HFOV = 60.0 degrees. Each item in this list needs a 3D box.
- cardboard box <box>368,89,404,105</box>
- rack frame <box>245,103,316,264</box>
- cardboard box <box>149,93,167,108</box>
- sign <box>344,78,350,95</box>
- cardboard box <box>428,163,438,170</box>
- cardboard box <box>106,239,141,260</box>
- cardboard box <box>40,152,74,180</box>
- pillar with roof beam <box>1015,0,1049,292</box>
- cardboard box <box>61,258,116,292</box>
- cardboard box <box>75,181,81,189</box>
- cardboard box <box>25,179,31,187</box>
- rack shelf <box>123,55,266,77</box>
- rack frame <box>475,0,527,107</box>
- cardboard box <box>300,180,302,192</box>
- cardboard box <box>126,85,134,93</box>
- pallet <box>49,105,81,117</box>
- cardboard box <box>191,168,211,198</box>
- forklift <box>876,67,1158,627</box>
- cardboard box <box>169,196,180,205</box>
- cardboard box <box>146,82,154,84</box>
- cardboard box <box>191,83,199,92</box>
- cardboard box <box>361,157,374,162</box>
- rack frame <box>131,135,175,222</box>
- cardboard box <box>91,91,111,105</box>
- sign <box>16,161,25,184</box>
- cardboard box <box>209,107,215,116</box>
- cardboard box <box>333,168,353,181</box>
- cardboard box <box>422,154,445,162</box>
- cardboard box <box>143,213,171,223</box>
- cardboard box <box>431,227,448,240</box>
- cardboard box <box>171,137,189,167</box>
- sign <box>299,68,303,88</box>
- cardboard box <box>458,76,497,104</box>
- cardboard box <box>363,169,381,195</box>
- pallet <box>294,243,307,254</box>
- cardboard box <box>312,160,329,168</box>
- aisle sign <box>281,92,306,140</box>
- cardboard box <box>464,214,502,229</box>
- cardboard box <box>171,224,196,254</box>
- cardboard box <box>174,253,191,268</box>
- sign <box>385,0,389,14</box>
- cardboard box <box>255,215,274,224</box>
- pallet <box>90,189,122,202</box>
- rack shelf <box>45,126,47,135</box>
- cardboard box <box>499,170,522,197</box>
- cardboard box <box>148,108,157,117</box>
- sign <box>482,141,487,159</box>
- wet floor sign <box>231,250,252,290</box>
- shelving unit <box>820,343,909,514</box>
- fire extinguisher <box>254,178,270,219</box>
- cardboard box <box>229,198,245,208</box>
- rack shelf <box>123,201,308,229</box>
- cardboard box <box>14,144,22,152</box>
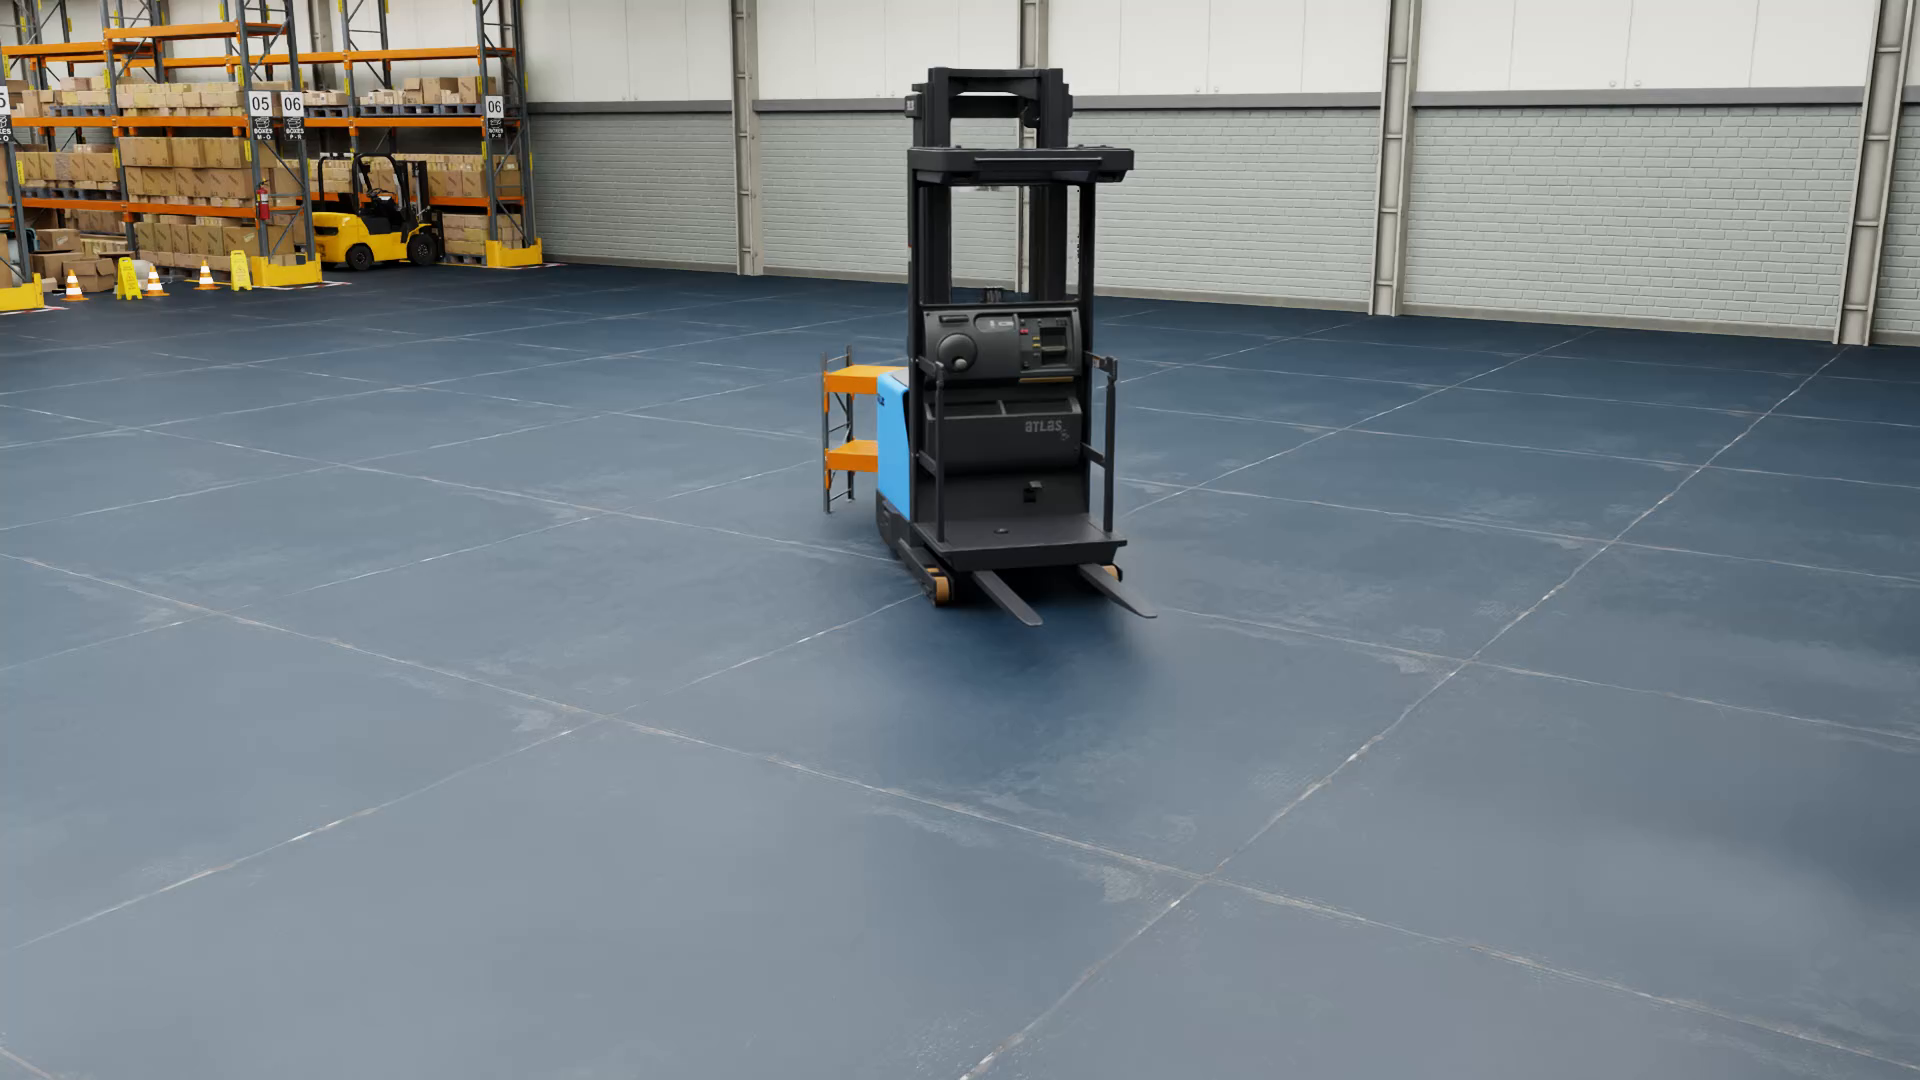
[{"bbox_3d":[-11.501,-8.888,33.347,0.500,0.311,0.500,10,17,34],"label":"cardboard box"},{"bbox_3d":[-11.503,-5.856,28.239,0.127,3.000,1.000,9,17,33],"label":"rack frame"},{"bbox_3d":[-13.769,-7.670,29.015,0.500,0.250,0.500,9,17,33],"label":"cardboard box"},{"bbox_3d":[-12.350,-9.133,33.503,0.005,0.325,0.100,9,17,33],"label":"sign"},{"bbox_3d":[-10.258,-7.368,32.786,0.250,0.149,0.380,9,17,33],"label":"cardboard box"},{"bbox_3d":[-15.259,-5.391,30.953,0.625,0.372,0.950,9,17,34],"label":"cardboard box"},{"bbox_3d":[-17.017,-7.081,31.486,0.500,0.500,0.500,10,17,34],"label":"cardboard box"},{"bbox_3d":[-1.256,-7.564,22.653,0.400,9.000,9.100,9,17,33],"label":"pillar with roof beam"},{"bbox_3d":[-14.374,-4.375,27.451,0.637,0.503,0.797,-1,14,-6],"label":"cardboard box"},{"bbox_3d":[-16.242,-6.628,31.006,0.250,0.149,0.380,9,17,33],"label":"cardboard box"},{"bbox_3d":[-17.760,-6.886,32.047,0.250,0.149,0.380,8,16,29],"label":"cardboard box"},{"bbox_3d":[-17.034,-10.556,37.070,4.000,0.370,1.077,9,17,33],"label":"rack shelf"},{"bbox_3d":[-8.736,-9.759,31.518,0.127,3.000,1.000,9,17,33],"label":"rack frame"},{"bbox_3d":[-13.867,-7.532,35.321,0.500,0.250,0.500,10,17,35],"label":"cardboard box"},{"bbox_3d":[-14.511,-7.978,29.429,0.250,0.149,0.380,10,17,34],"label":"cardboard box"},{"bbox_3d":[-16.138,-8.000,31.048,1.003,0.211,1.213,9,17,33],"label":"pallet"},{"bbox_3d":[-12.934,-6.203,28.812,0.500,0.500,0.500,9,17,33],"label":"cardboard box"},{"bbox_3d":[0.303,-1.157,9.397,1.130,2.935,3.031,-3,14,-14],"label":"forklift"},{"bbox_3d":[-13.684,-5.991,29.306,0.250,0.149,0.380,9,17,33],"label":"cardboard box"},{"bbox_3d":[-18.401,-10.361,38.151,0.258,0.266,0.396,9,16,32],"label":"cardboard box"},{"bbox_3d":[-12.947,-7.756,28.532,0.250,0.149,0.380,9,16,31],"label":"cardboard box"},{"bbox_3d":[-11.956,-7.789,33.869,0.250,0.149,0.380,10,17,34],"label":"cardboard box"},{"bbox_3d":[-18.693,-8.456,38.740,0.127,3.000,1.000,9,17,33],"label":"rack frame"},{"bbox_3d":[-15.388,-8.029,30.213,0.500,0.250,0.500,9,16,32],"label":"cardboard box"},{"bbox_3d":[-13.867,-5.424,24.527,0.005,0.325,0.100,9,17,33],"label":"sign"},{"bbox_3d":[-12.555,-7.299,28.347,0.250,0.149,0.380,9,17,33],"label":"cardboard box"},{"bbox_3d":[-12.605,-7.568,34.424,0.500,0.250,0.500,9,16,32],"label":"cardboard box"},{"bbox_3d":[-10.427,-7.565,32.964,0.250,0.149,0.380,9,17,34],"label":"cardboard box"},{"bbox_3d":[-14.413,-5.779,29.865,0.250,0.149,0.380,9,17,34],"label":"cardboard box"},{"bbox_3d":[-10.165,-6.096,33.014,0.500,0.250,0.500,9,16,32],"label":"cardboard box"},{"bbox_3d":[-13.282,-6.772,29.028,0.500,0.500,0.700,9,17,32],"label":"cardboard box"},{"bbox_3d":[-11.201,-7.845,28.211,0.005,0.325,0.100,9,17,33],"label":"sign"},{"bbox_3d":[-9.240,-8.614,31.848,0.500,0.500,0.500,10,17,35],"label":"cardboard box"},{"bbox_3d":[-11.833,-7.320,33.943,0.500,0.500,0.500,9,16,31],"label":"cardboard box"},{"bbox_3d":[-13.705,-6.284,35.769,1.213,0.211,1.003,9,17,33],"label":"pallet"},{"bbox_3d":[-13.335,-7.879,34.851,0.250,0.149,0.380,9,16,31],"label":"cardboard box"},{"bbox_3d":[-11.279,-7.172,28.143,0.004,0.787,0.394,9,17,33],"label":"aisle sign"},{"bbox_3d":[-9.292,-6.201,32.397,0.500,0.250,0.500,10,17,35],"label":"cardboard box"},{"bbox_3d":[-13.604,-5.354,29.496,0.500,0.500,0.500,10,17,36],"label":"cardboard box"},{"bbox_3d":[-13.593,-4.989,29.583,0.500,0.250,0.500,9,16,32],"label":"cardboard box"},{"bbox_3d":[-11.725,-10.933,33.988,0.005,0.325,0.100,9,17,33],"label":"sign"},{"bbox_3d":[-14.864,-6.884,36.459,0.625,0.625,0.875,10,17,35],"label":"cardboard box"},{"bbox_3d":[-15.375,-6.431,30.960,1.213,0.211,1.003,9,17,33],"label":"pallet"},{"bbox_3d":[-19.801,-8.304,33.382,4.000,0.370,1.077,9,17,33],"label":"rack shelf"},{"bbox_3d":[-8.992,-7.017,32.719,0.500,0.500,0.500,10,17,35],"label":"cardboard box"},{"bbox_3d":[-14.062,-7.537,29.309,0.250,0.149,0.380,10,17,34],"label":"cardboard box"},{"bbox_3d":[-9.051,-7.417,31.642,0.005,0.325,0.100,9,17,33],"label":"sign"},{"bbox_3d":[-11.943,-4.475,27.557,0.267,0.644,0.232,-10,17,-35],"label":"wet floor sign"},{"bbox_3d":[-0.374,-0.747,11.501,1.048,1.125,0.538,4,15,18],"label":"shelving unit"},{"bbox_3d":[-11.666,-5.712,27.815,0.183,0.674,0.296,9,17,33],"label":"fire extinguisher"},{"bbox_3d":[-12.205,-5.754,28.347,0.250,0.149,0.380,9,16,32],"label":"cardboard box"},{"bbox_3d":[-13.163,-5.775,29.409,4.000,0.370,1.077,9,17,33],"label":"rack shelf"},{"bbox_3d":[-18.717,-7.480,32.510,0.500,0.500,0.500,9,16,31],"label":"cardboard box"}]
